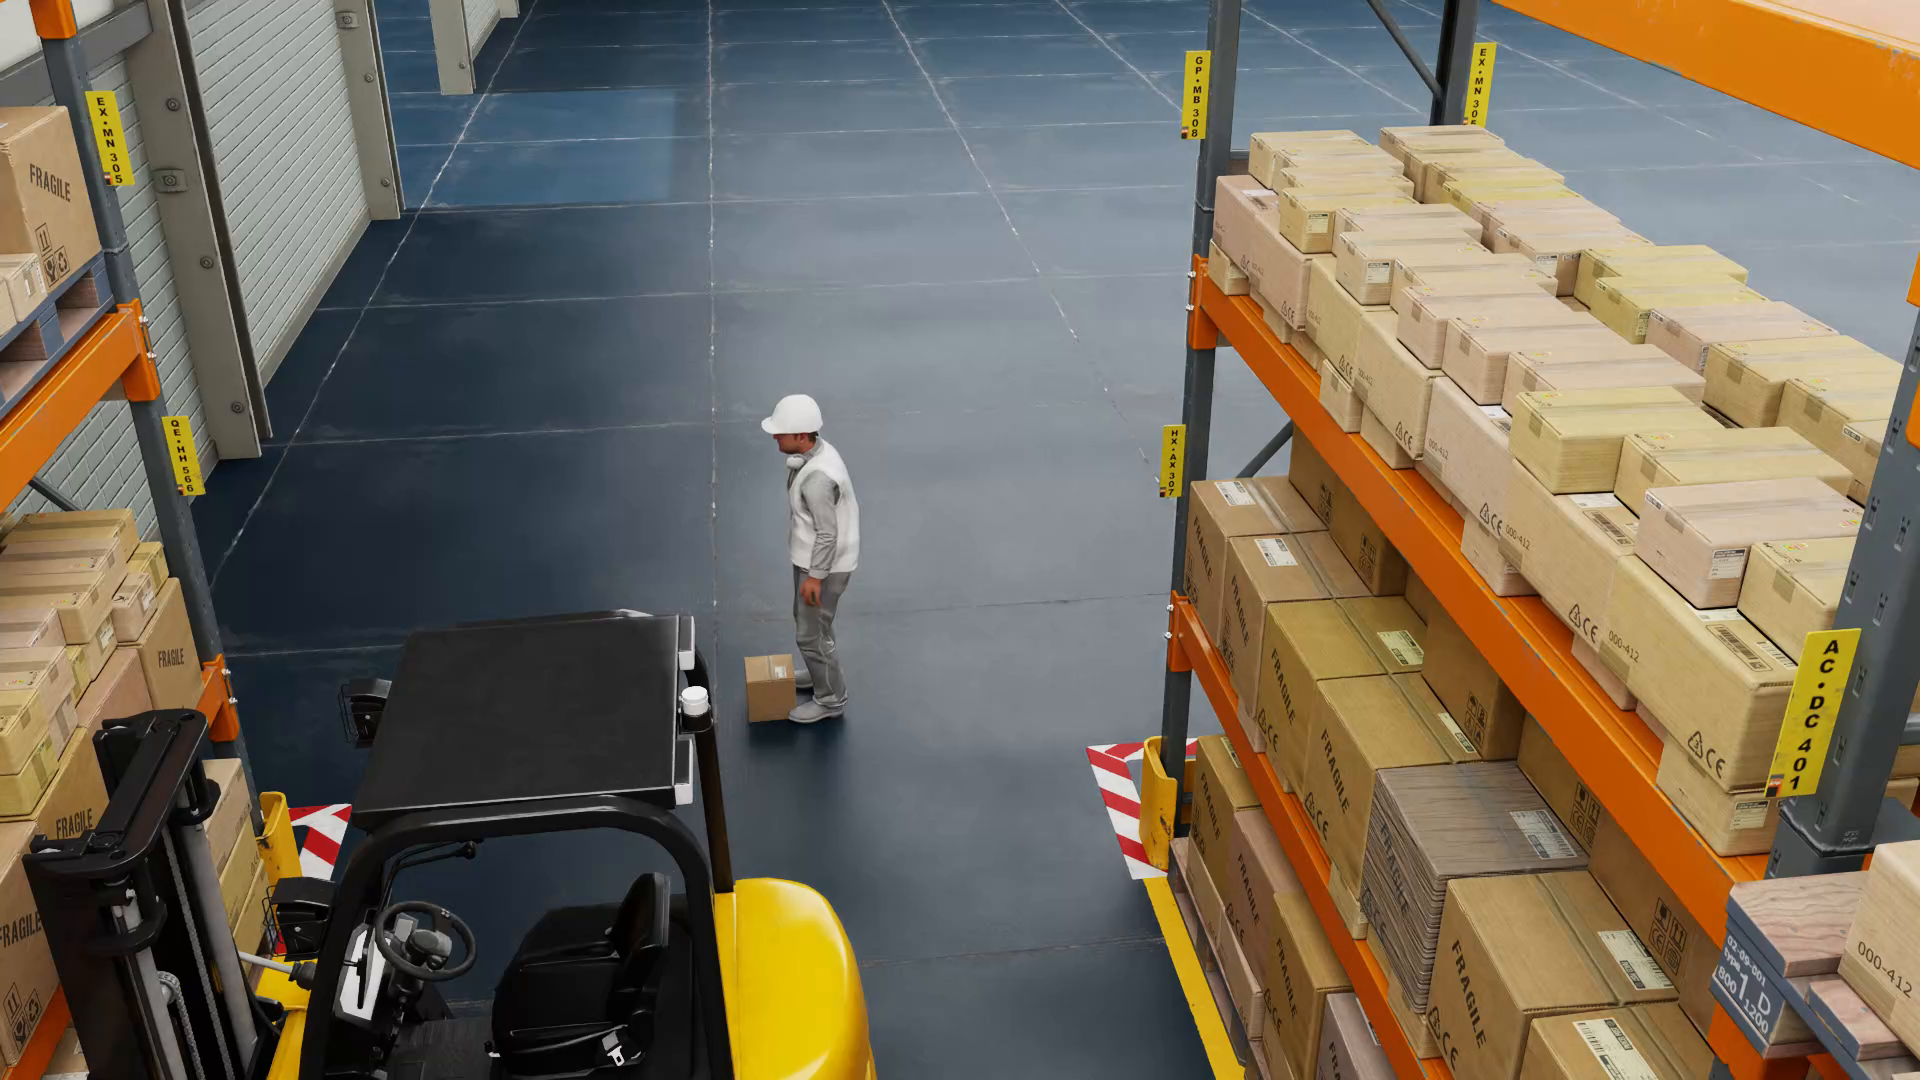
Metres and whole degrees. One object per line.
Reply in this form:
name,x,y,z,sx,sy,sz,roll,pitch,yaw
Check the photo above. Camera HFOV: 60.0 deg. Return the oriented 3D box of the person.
person,-0.741,0.084,8.425,0.460,1.770,0.590,-5,27,-9
